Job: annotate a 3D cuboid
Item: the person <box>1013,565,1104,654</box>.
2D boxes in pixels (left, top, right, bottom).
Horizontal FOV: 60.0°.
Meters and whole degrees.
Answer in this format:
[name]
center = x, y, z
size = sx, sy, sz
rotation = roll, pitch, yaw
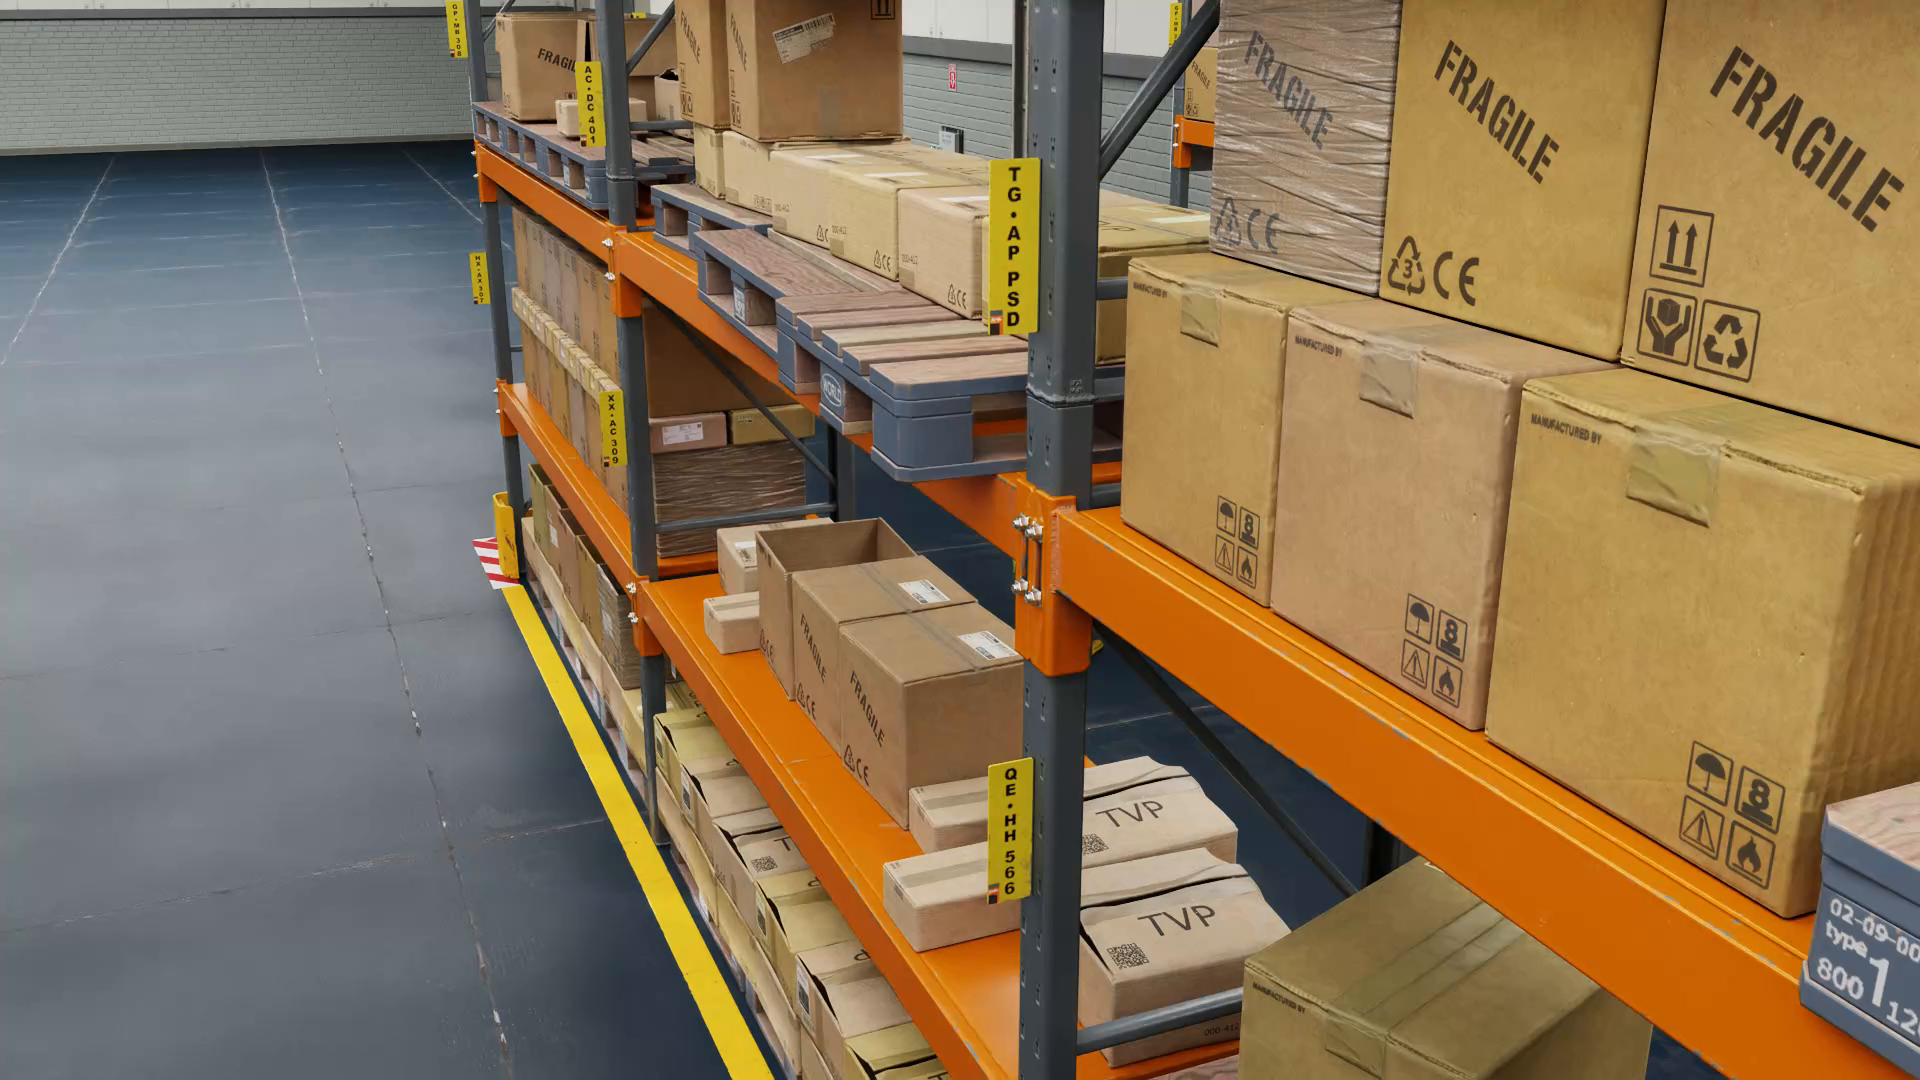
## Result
[person]
center = 0.749, 0.170, 9.863
size = 0.897, 0.914, 0.569
rotation = -8, 20, -22
